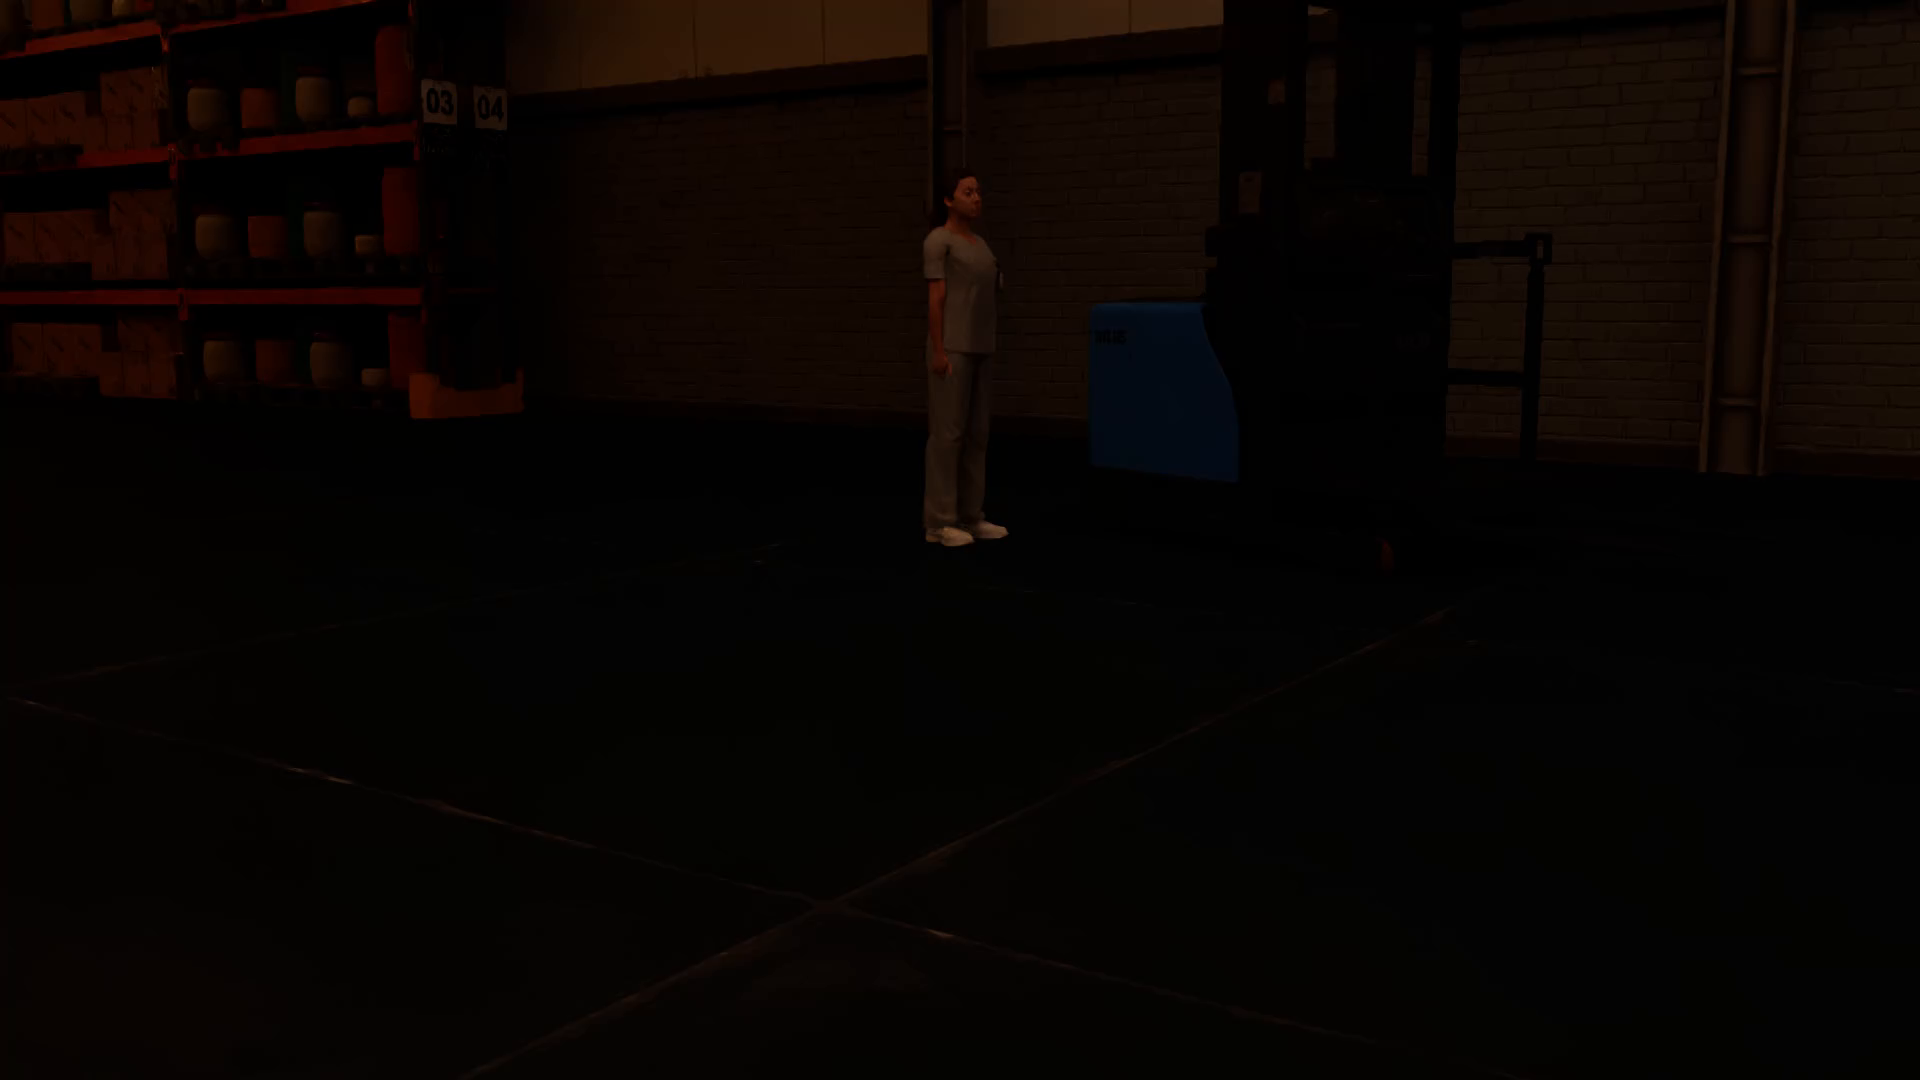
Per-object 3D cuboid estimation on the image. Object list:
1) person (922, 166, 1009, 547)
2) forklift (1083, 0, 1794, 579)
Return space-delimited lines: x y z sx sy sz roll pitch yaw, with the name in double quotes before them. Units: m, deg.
"person" 0.008 -0.827 7.482 0.365 1.673 0.432 5 10 34
"forklift" 1.863 -1.375 6.864 1.130 2.935 3.031 -6 10 -36
